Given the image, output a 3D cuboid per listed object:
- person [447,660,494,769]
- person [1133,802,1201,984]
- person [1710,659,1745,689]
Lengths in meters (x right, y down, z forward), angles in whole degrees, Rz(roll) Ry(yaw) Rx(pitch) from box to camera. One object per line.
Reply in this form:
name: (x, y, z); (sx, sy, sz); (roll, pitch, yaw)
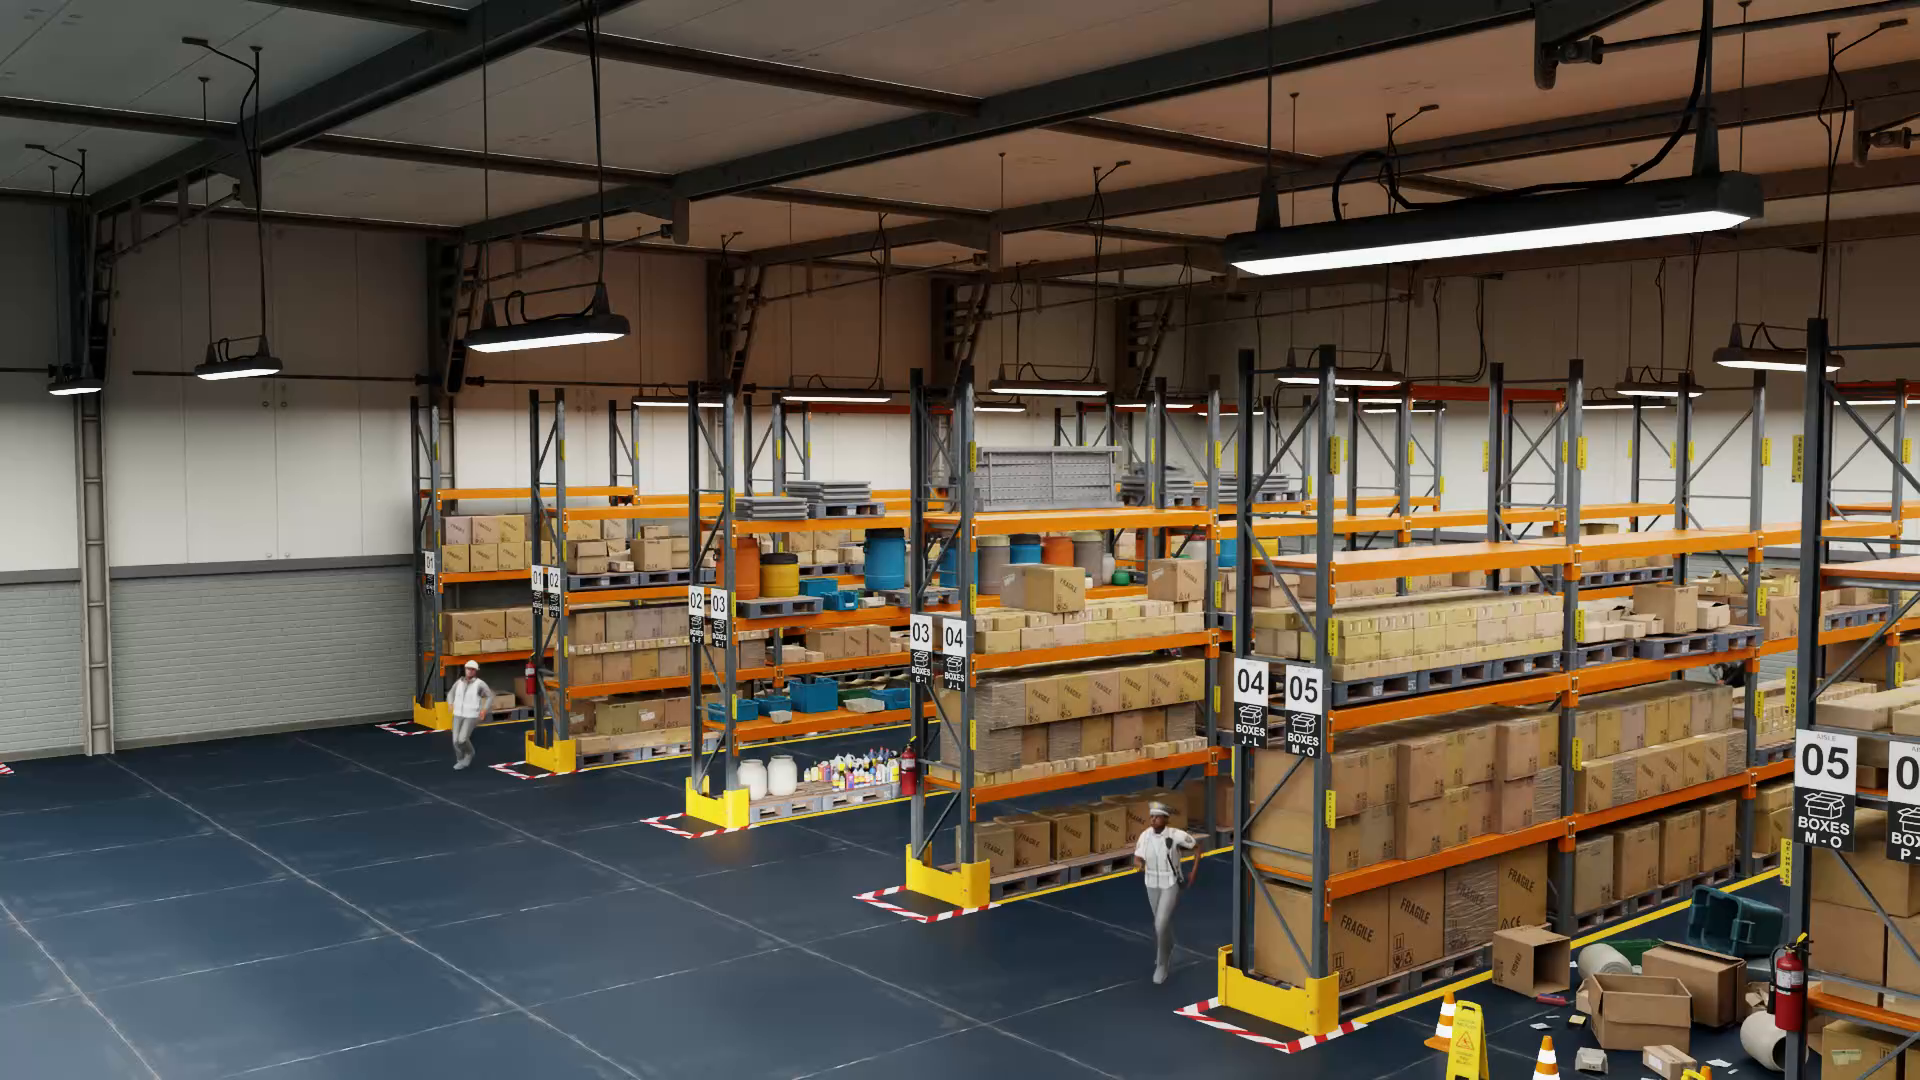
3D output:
person: (-7.753, 2.760, 26.160); (0.727, 1.725, 0.518); (1, 3, 9)
person: (1.994, 3.373, 16.097); (0.587, 1.735, 0.878); (2, 4, 33)
person: (13.293, 2.601, 28.635); (0.638, 1.716, 0.980); (-1, 3, -14)
